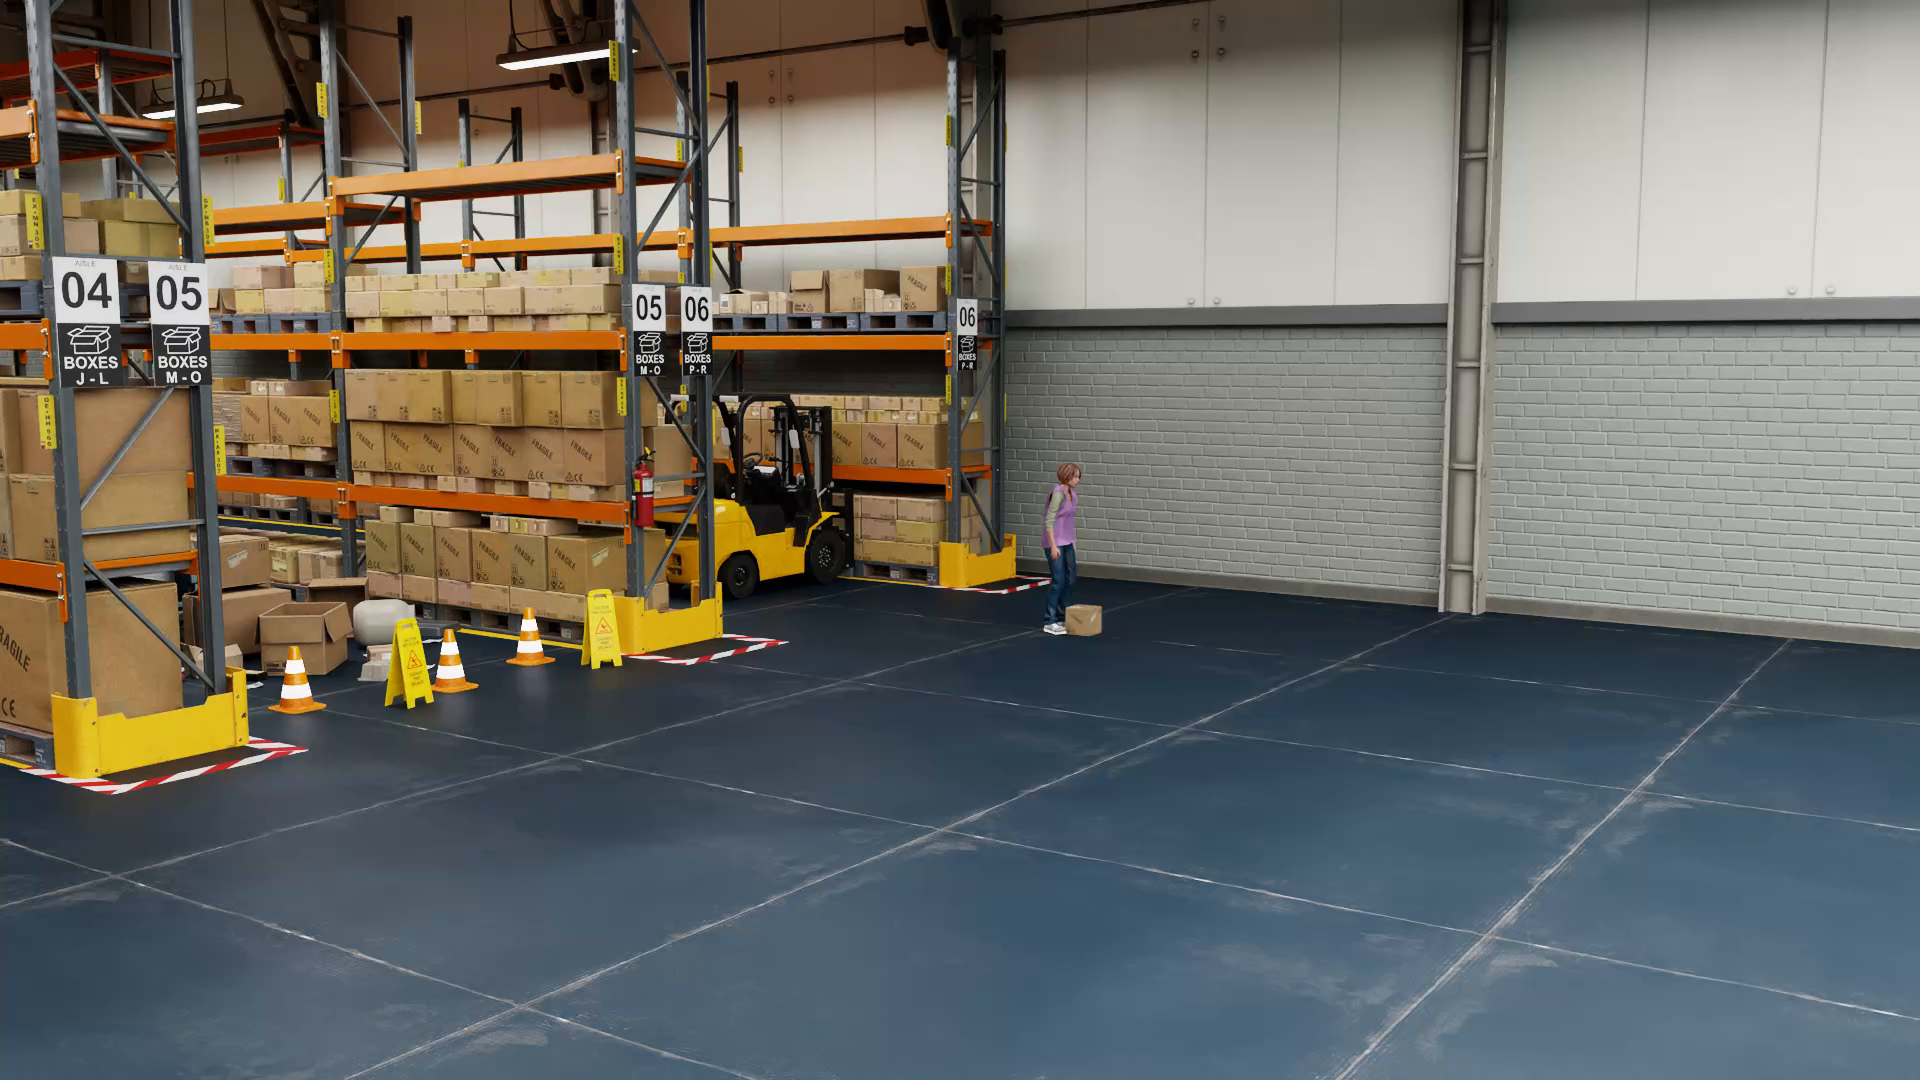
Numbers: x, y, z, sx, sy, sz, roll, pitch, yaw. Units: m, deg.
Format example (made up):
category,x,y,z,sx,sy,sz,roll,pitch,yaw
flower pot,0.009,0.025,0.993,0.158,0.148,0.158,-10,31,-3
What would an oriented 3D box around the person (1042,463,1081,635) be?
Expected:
category,x,y,z,sx,sy,sz,roll,pitch,yaw
person,0.951,0.070,15.591,0.350,1.591,0.467,4,8,30
